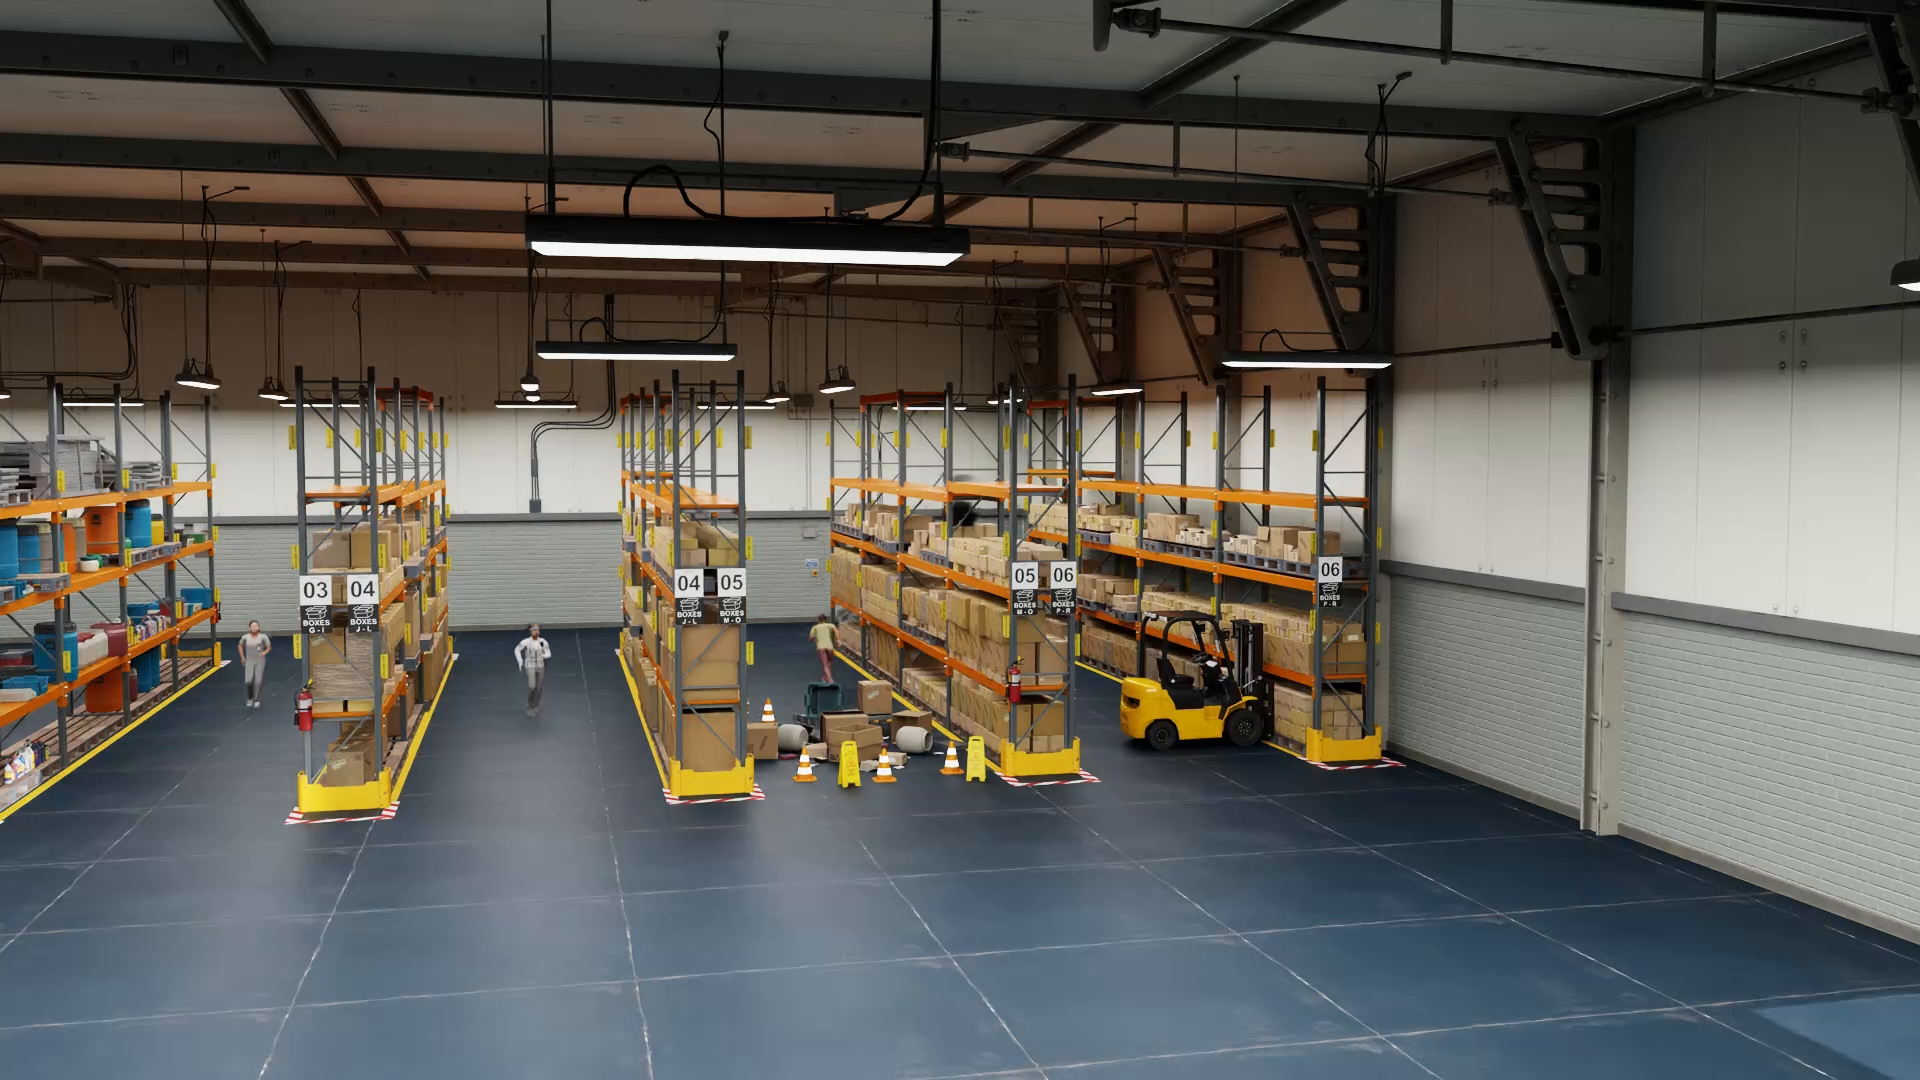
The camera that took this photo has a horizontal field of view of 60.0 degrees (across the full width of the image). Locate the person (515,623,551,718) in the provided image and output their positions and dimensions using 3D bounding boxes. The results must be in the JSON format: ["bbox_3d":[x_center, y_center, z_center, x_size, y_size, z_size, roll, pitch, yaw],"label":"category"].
[{"bbox_3d":[-7.727,2.364,30.198,0.593,1.706,0.694,-2,4,-29],"label":"person"}]

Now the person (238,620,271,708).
[{"bbox_3d":[-13.182,2.319,31.084,0.579,1.648,0.630,-1,4,-19],"label":"person"}]

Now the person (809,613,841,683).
[{"bbox_3d":[-2.698,2.248,33.284,0.597,1.497,1.043,-1,3,-10],"label":"person"}]

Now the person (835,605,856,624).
[{"bbox_3d":[-2.863,1.632,42.034,0.812,1.775,0.623,-2,4,-27],"label":"person"}]
